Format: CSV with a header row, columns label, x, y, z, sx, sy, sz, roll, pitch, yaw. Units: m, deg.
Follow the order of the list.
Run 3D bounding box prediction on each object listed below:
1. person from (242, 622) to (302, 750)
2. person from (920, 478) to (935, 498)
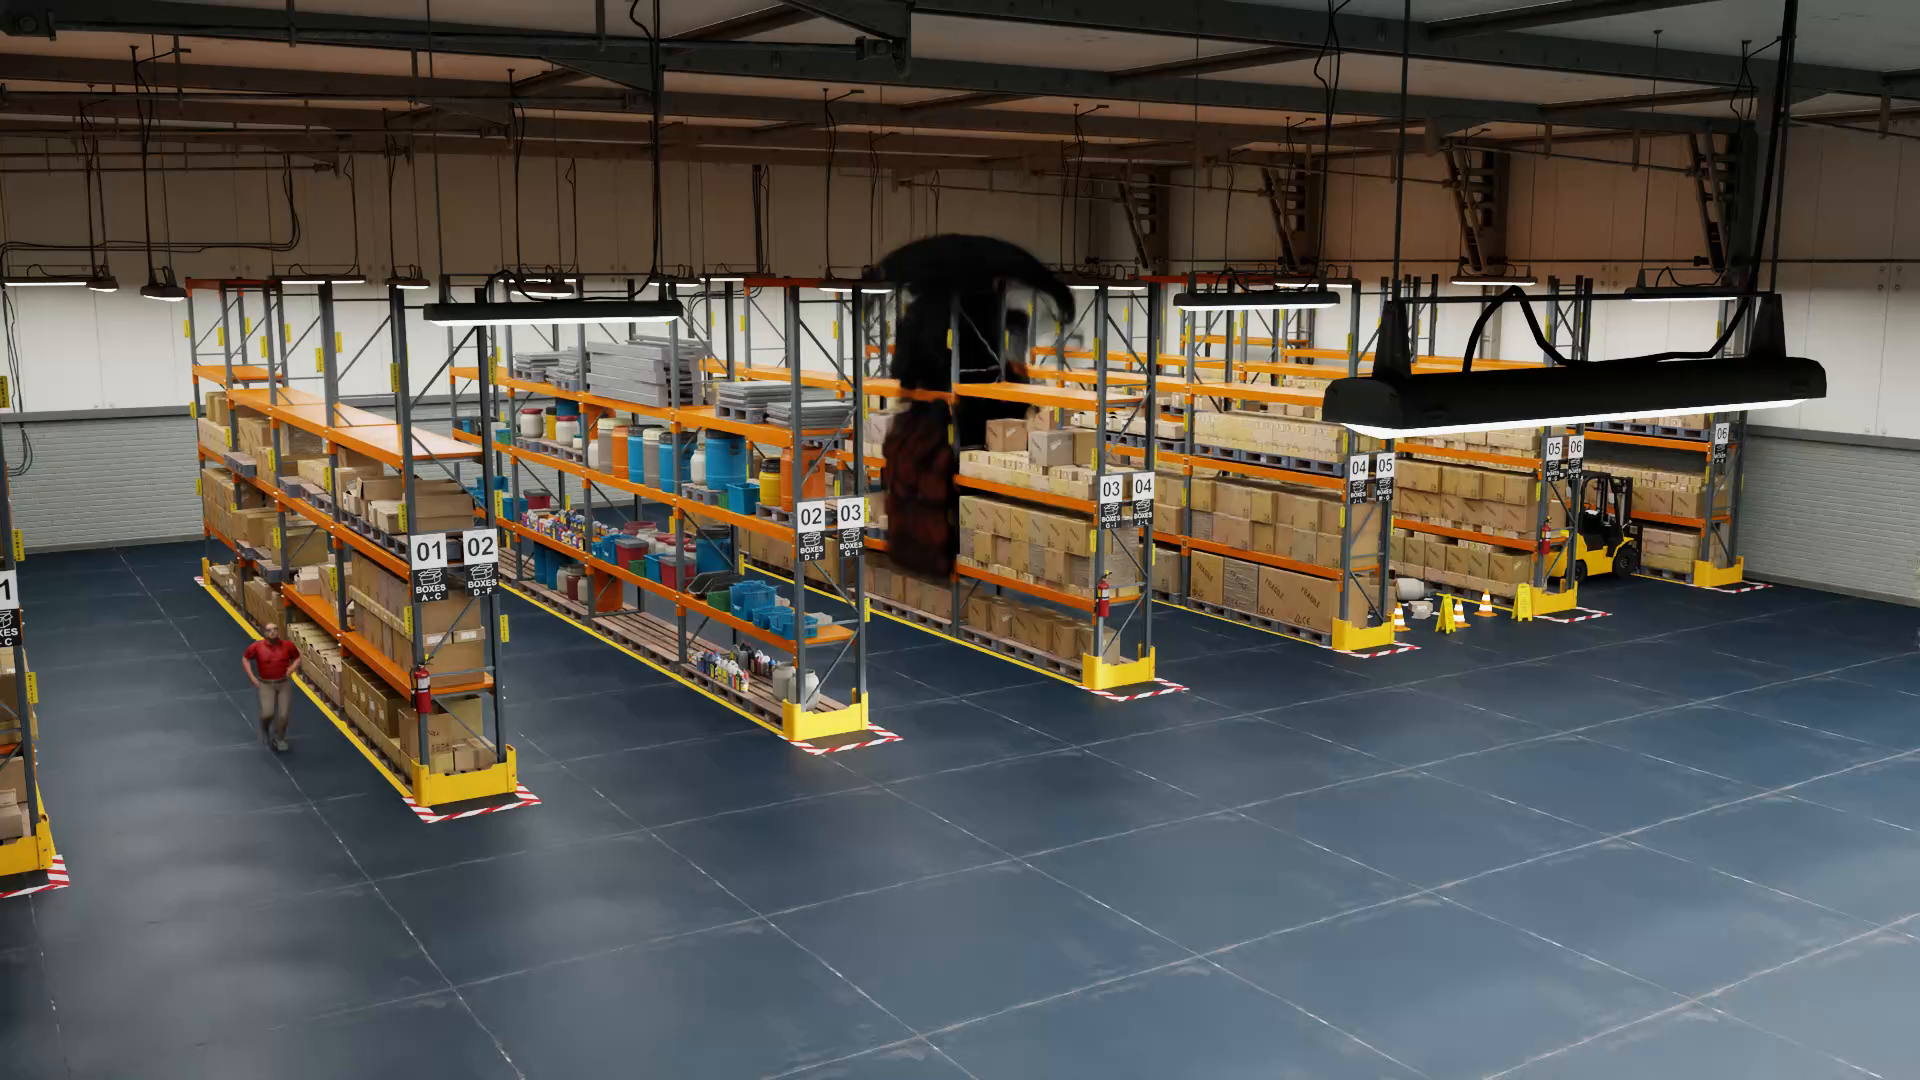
label,x,y,z,sx,sy,sz,roll,pitch,yaw
person,-8.879,1.907,21.568,0.710,1.697,0.537,-5,11,-29
person,-0.575,-0.553,35.548,0.595,1.623,0.785,-3,10,-17
